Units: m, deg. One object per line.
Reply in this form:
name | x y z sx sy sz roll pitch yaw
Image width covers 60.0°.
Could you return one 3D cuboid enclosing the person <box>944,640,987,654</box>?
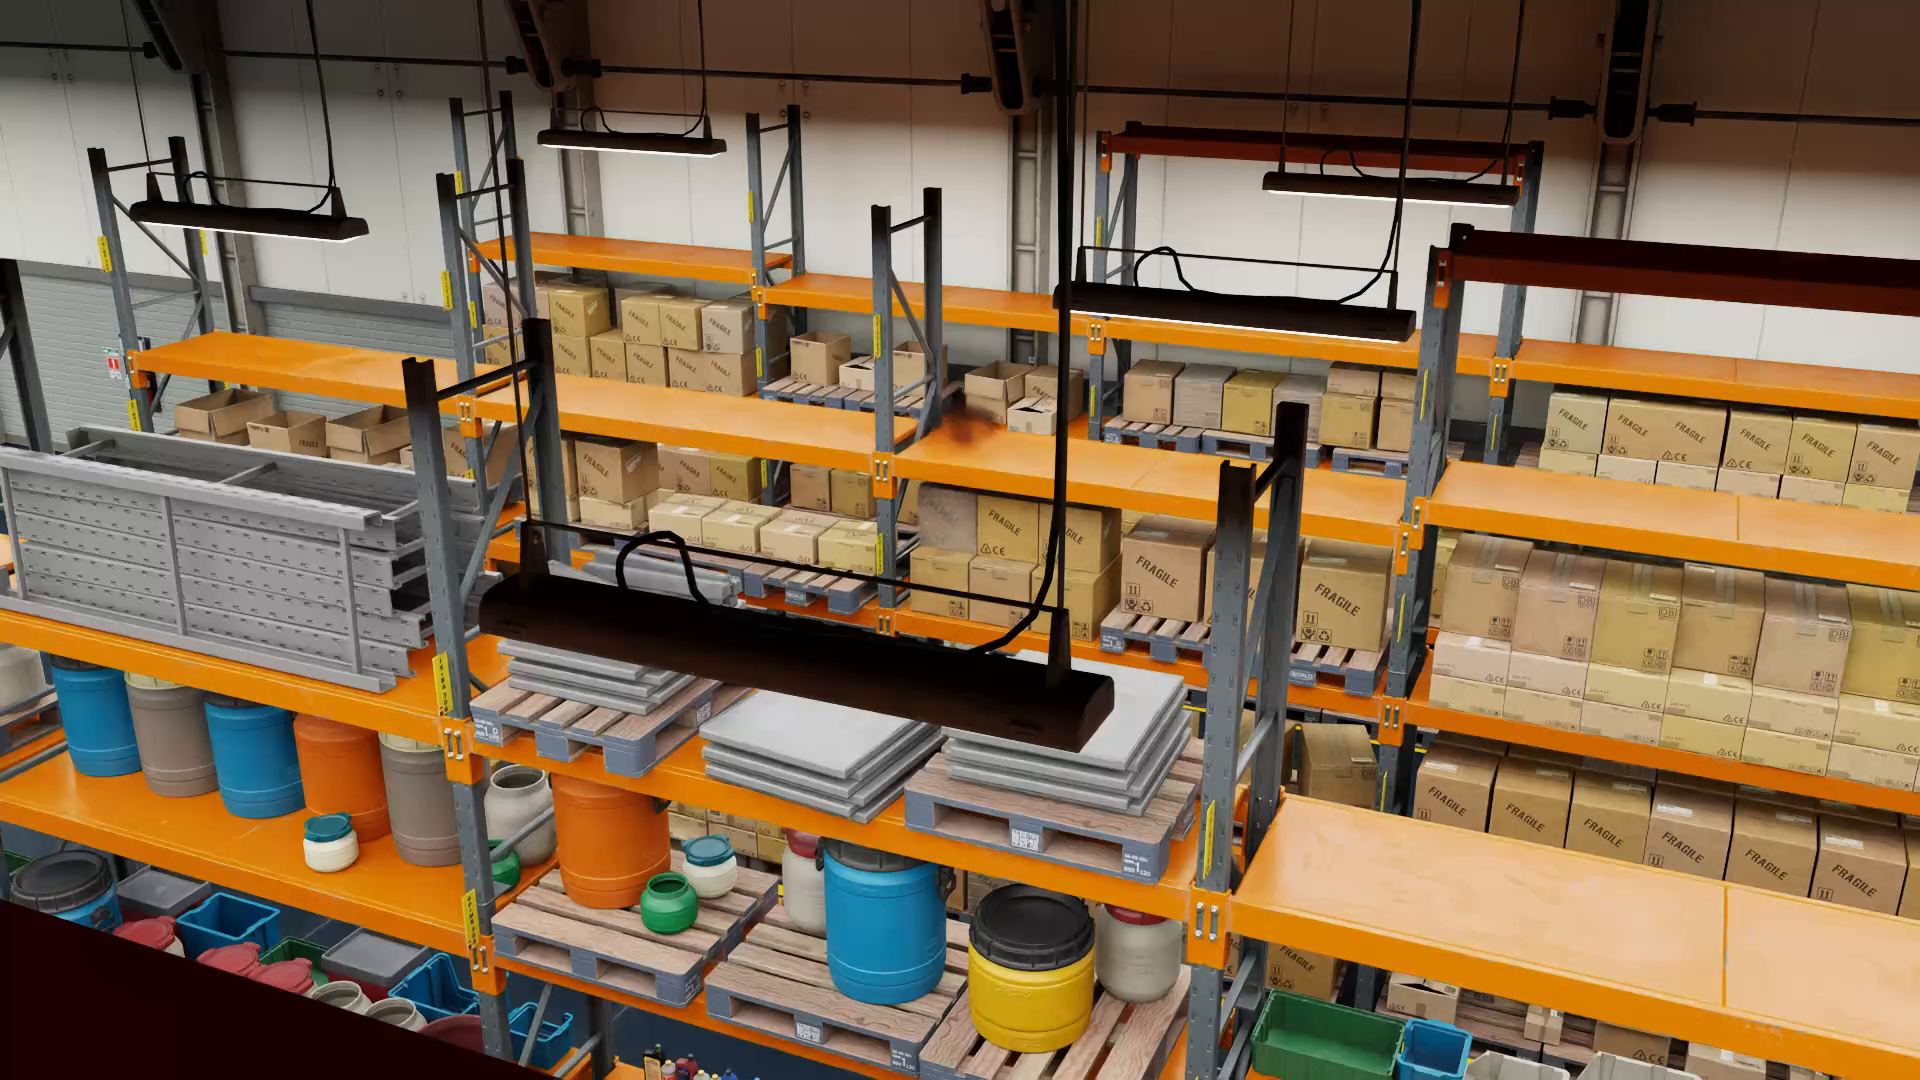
person | -0.016 1.400 16.594 0.492 1.822 0.606 -17 27 -39
